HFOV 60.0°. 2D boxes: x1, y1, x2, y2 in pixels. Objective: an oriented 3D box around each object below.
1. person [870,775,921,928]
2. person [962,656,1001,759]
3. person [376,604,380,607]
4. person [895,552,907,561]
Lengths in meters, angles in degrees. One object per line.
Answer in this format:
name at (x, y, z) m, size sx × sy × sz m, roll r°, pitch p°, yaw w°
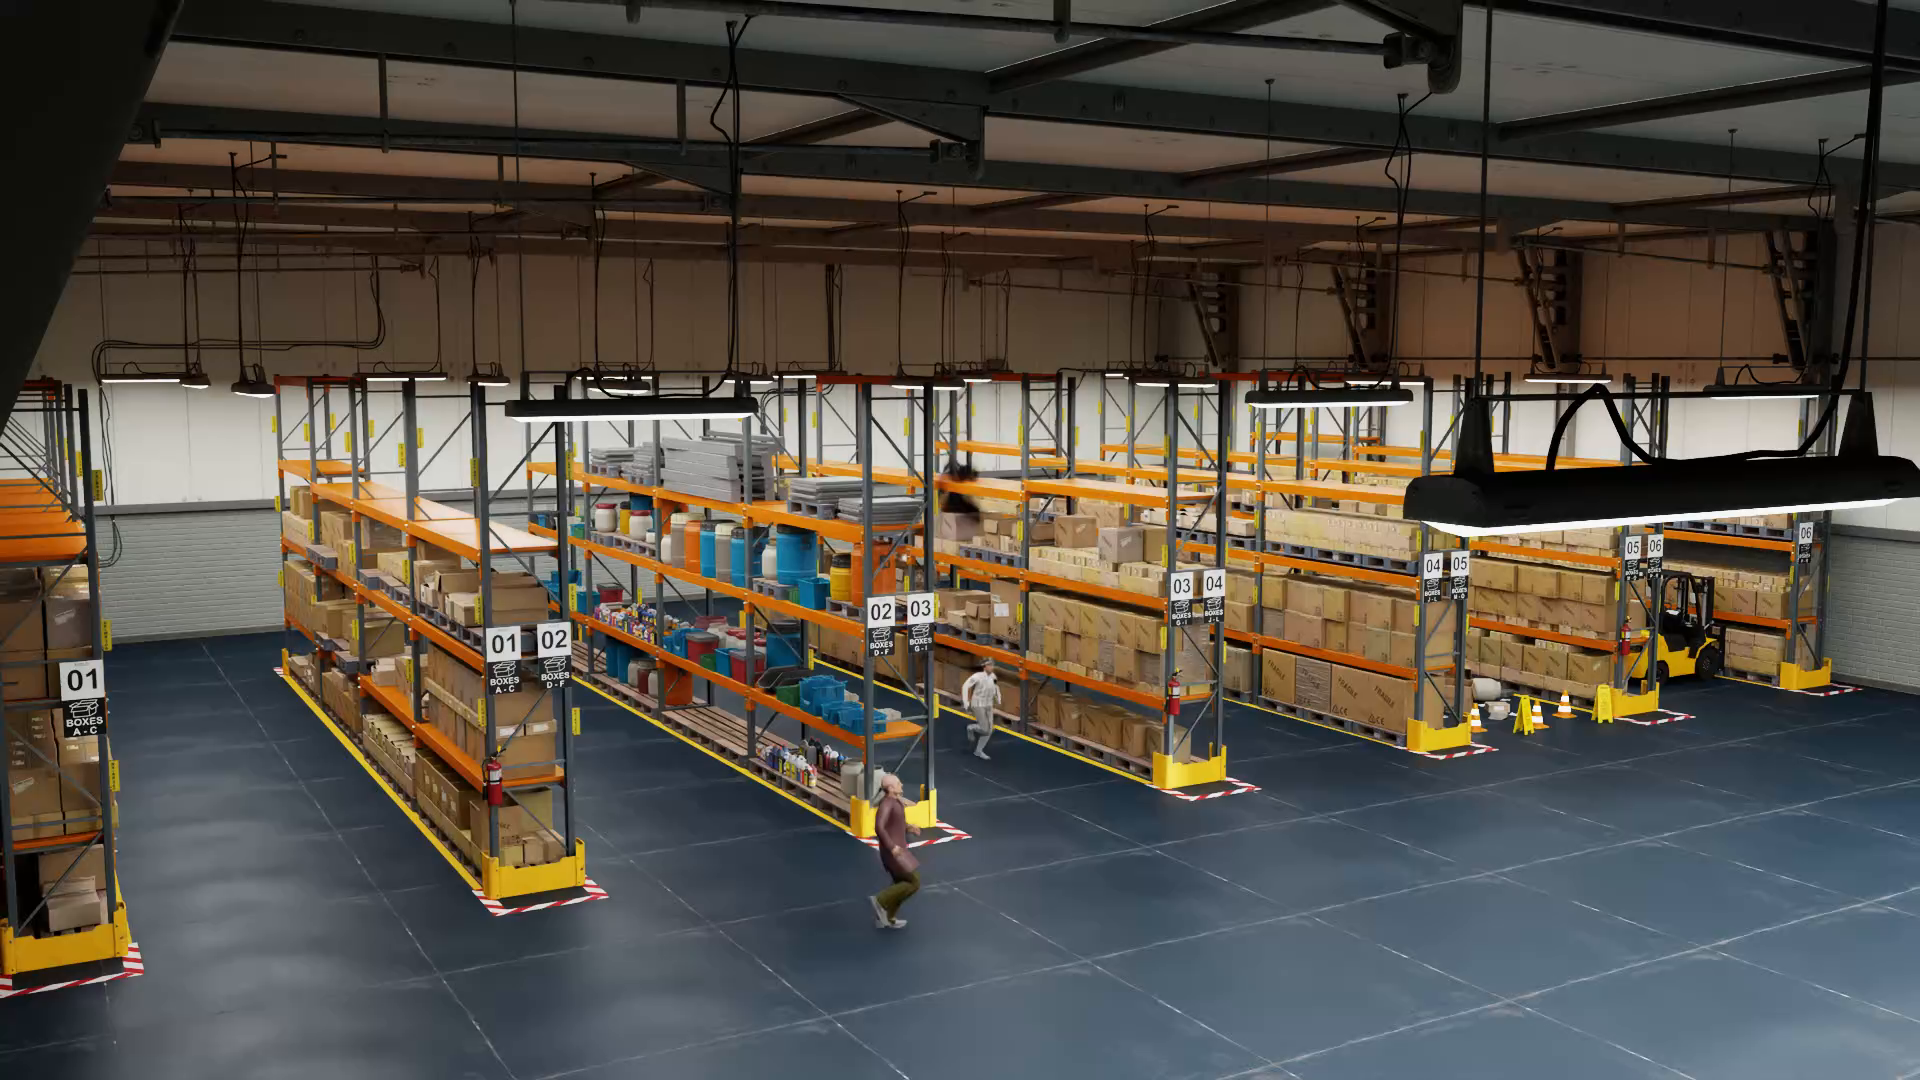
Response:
person at (-0.712, 3.452, 18.413) m, size 0.572 × 1.738 × 0.775 m, roll 0°, pitch 6°, yaw -3°
person at (0.361, 2.649, 26.401) m, size 0.653 × 1.650 × 0.641 m, roll -5°, pitch 8°, yaw -38°
person at (-12.198, 1.713, 34.640) m, size 0.877 × 1.616 × 0.663 m, roll 0°, pitch 6°, yaw 4°
person at (-1.525, 0.974, 41.174) m, size 0.711 × 1.733 × 0.664 m, roll 1°, pitch 6°, yaw 9°
